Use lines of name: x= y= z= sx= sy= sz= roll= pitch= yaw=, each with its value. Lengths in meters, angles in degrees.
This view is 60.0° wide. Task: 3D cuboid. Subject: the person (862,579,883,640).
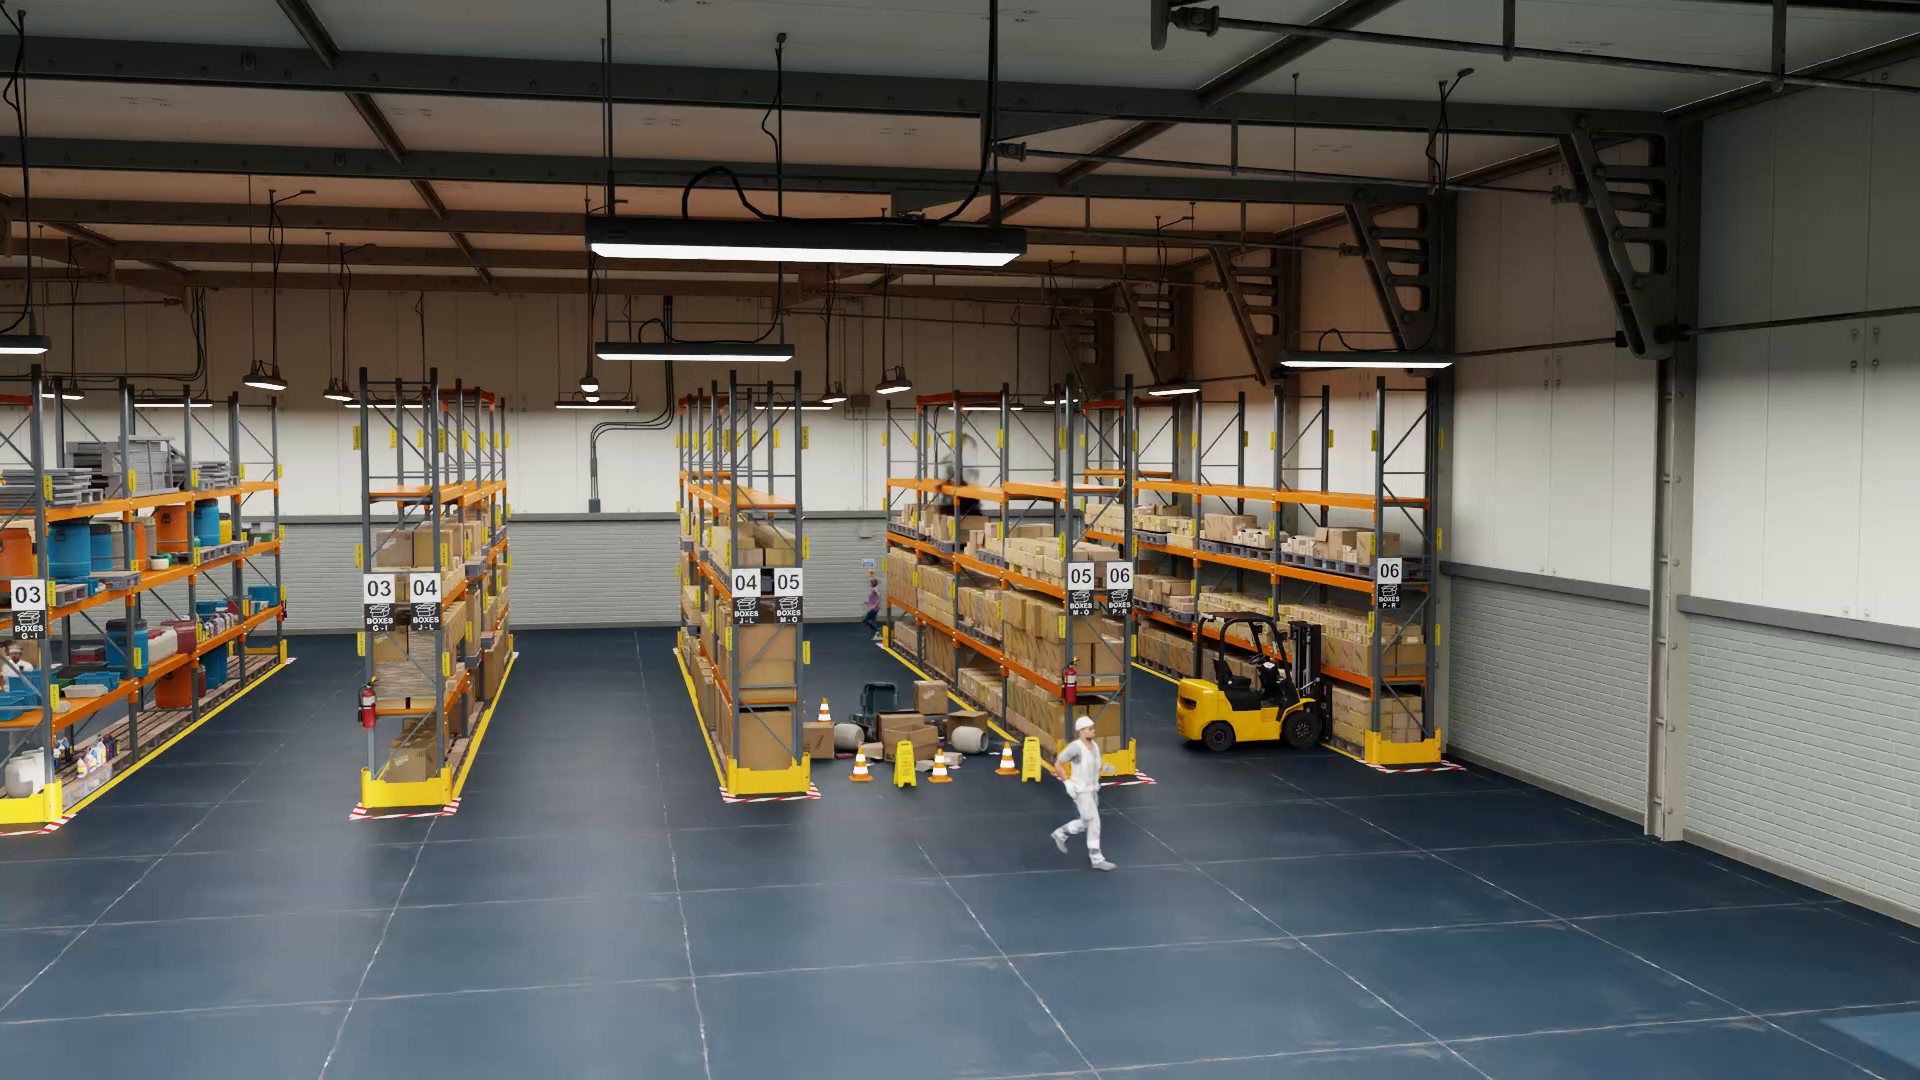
person: x=-2.181 y=1.745 z=41.661 sx=0.536 sy=1.545 sz=0.553 roll=0 pitch=3 yaw=-4

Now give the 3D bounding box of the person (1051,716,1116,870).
person: x=1.429 y=2.944 z=19.490 sx=0.906 sy=1.767 sz=0.660 roll=2 pitch=4 yaw=36

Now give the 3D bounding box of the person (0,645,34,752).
person: x=-15.310 y=2.540 z=27.014 sx=0.591 sy=1.699 sz=0.816 roll=-1 pitch=4 yaw=-15
